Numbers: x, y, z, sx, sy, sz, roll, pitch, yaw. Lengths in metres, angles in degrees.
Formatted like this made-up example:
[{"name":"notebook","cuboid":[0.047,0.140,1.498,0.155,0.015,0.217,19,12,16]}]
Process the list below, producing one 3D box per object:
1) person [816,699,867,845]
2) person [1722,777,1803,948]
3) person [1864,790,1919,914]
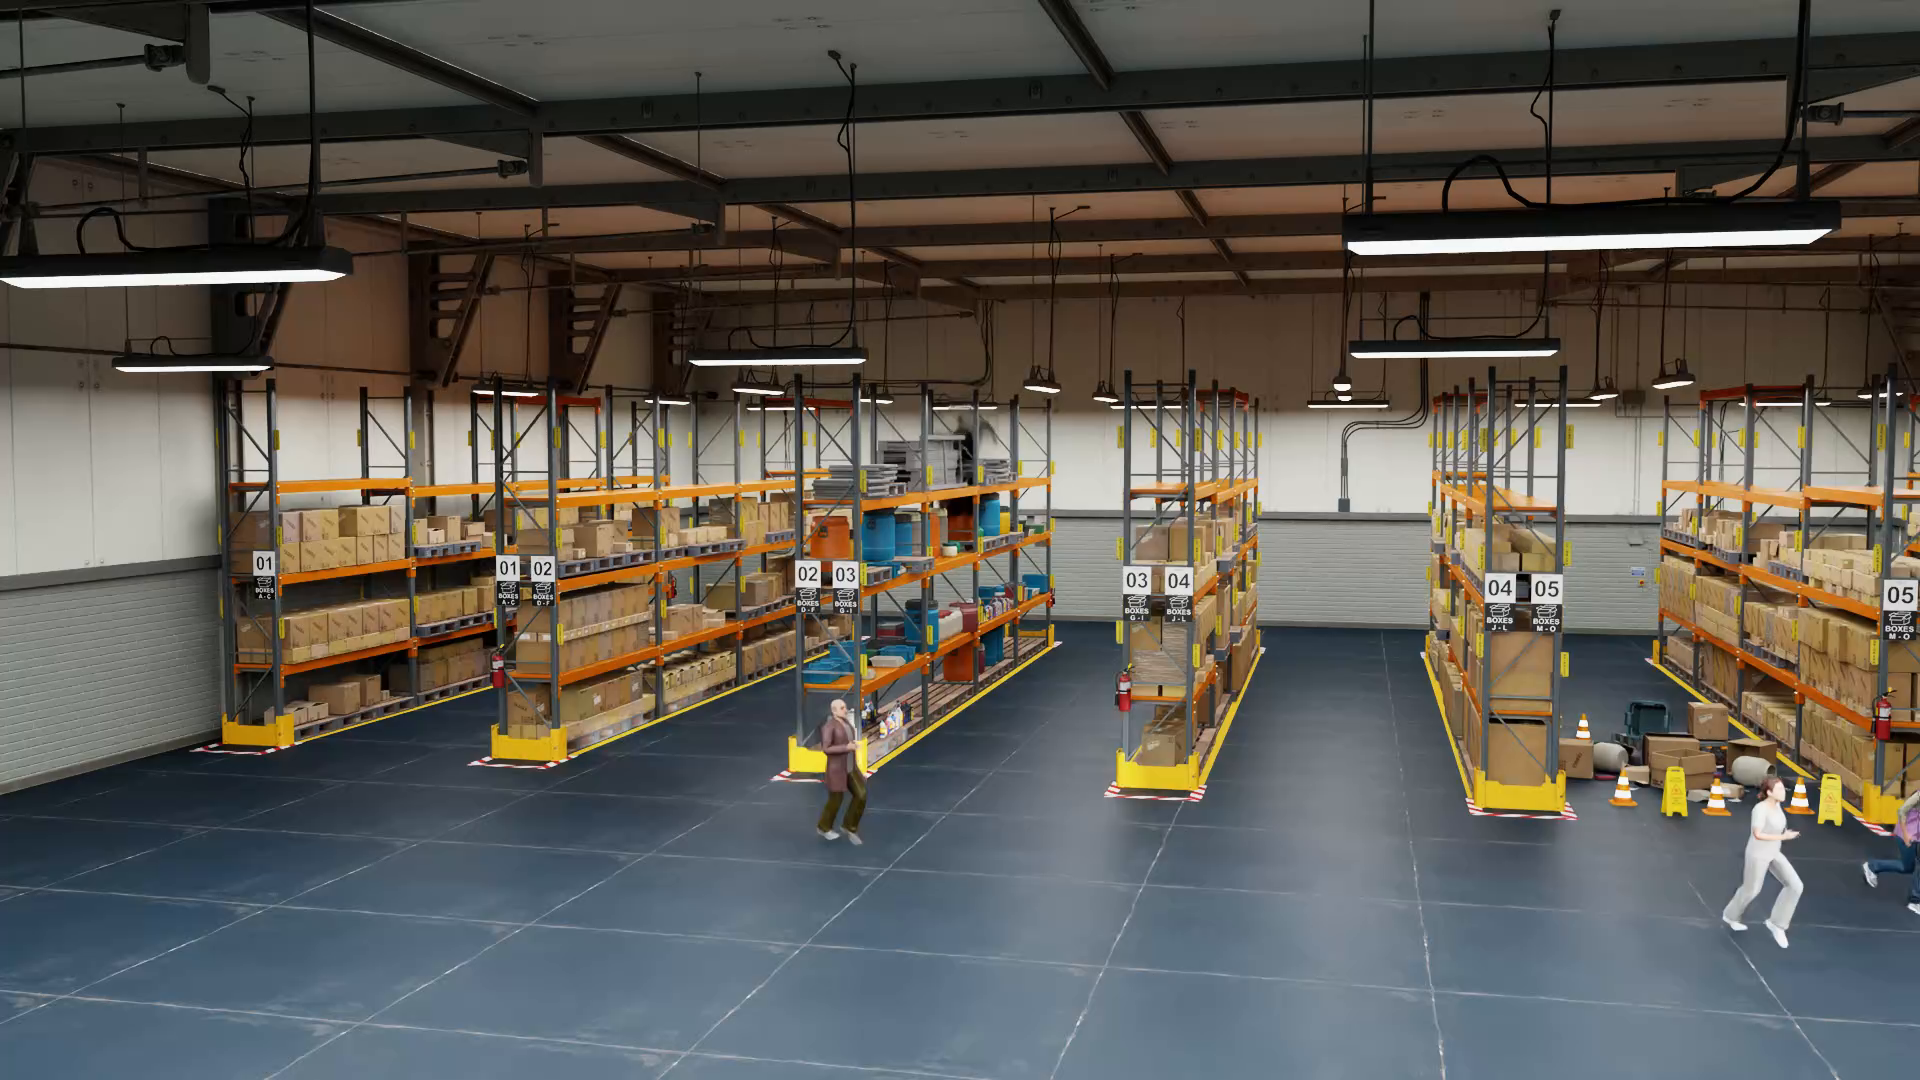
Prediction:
[{"name":"person","cuboid":[-1.456,2.883,20.581,0.776,1.826,0.681,3,4,38]},{"name":"person","cuboid":[8.004,3.174,16.601,0.587,1.684,0.820,-2,4,-34]},{"name":"person","cuboid":[10.104,3.189,17.783,0.542,1.544,0.813,-3,4,-37]}]
